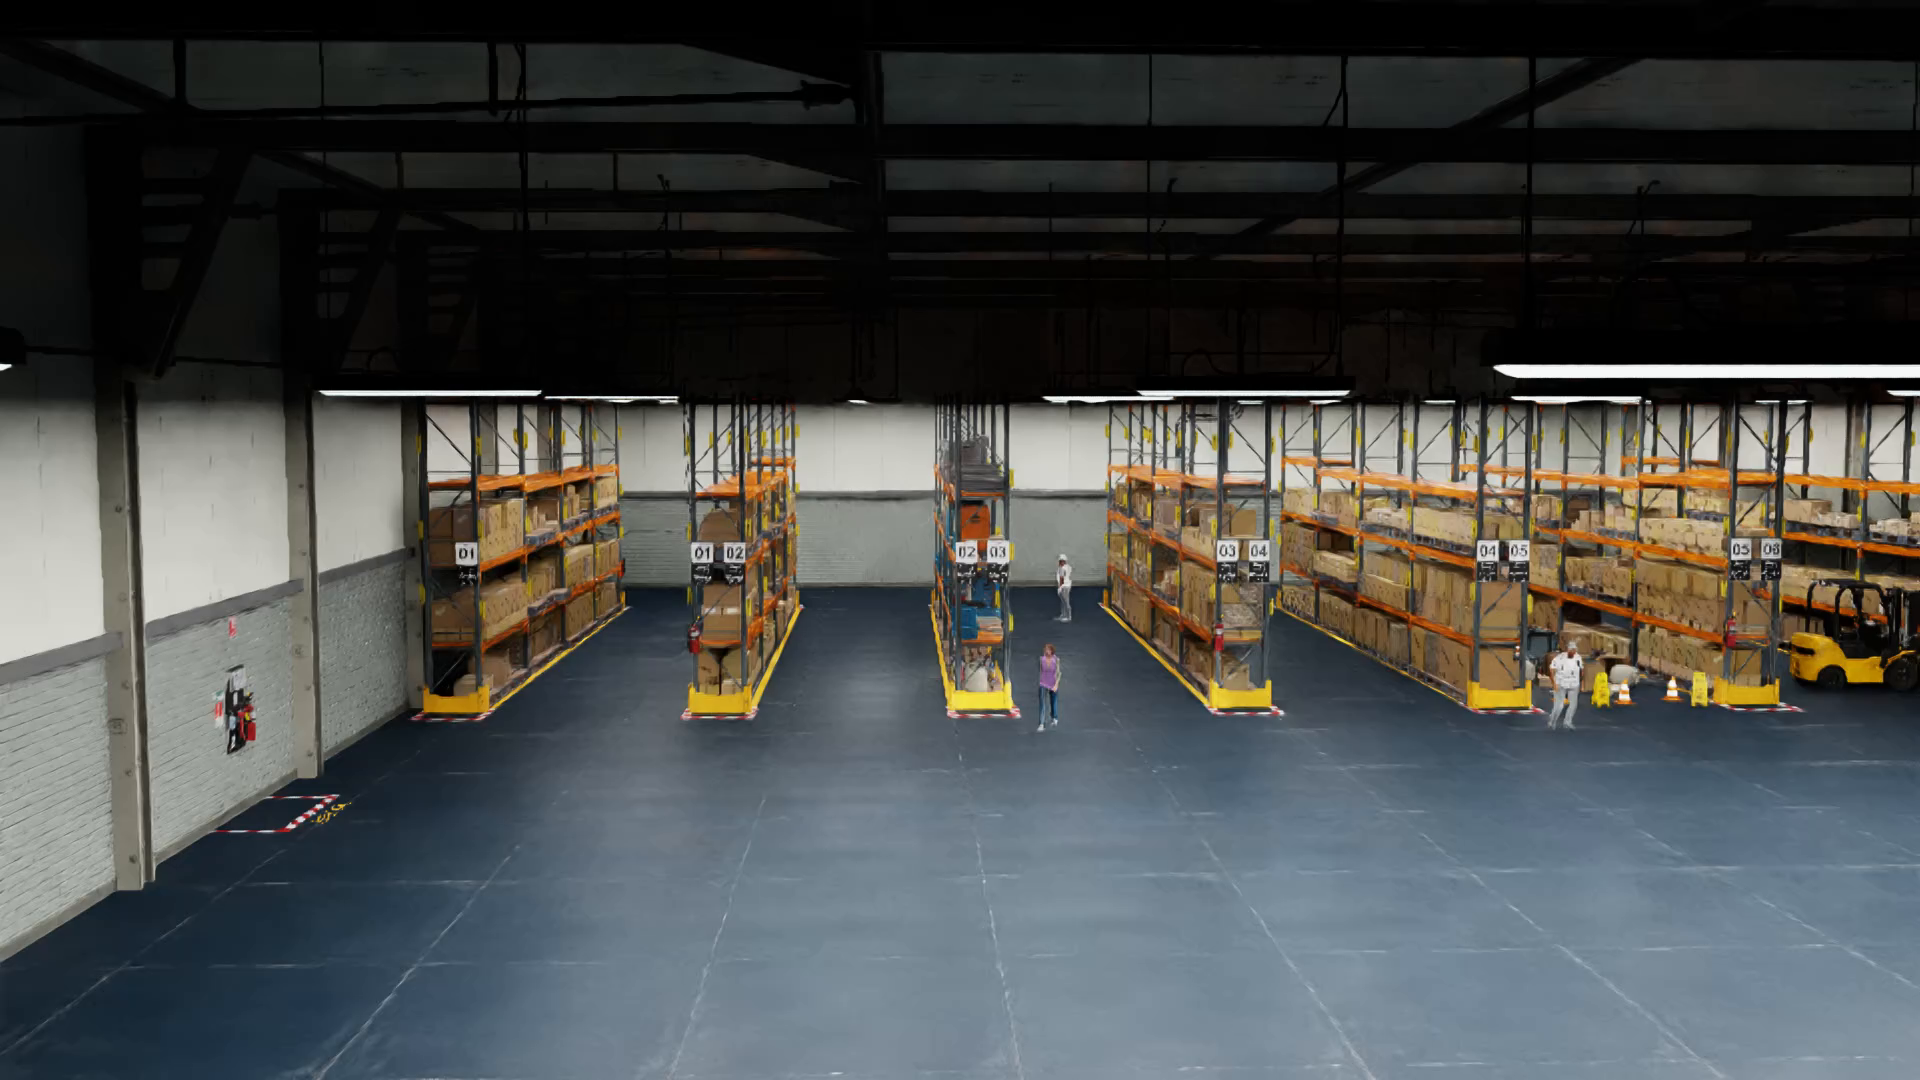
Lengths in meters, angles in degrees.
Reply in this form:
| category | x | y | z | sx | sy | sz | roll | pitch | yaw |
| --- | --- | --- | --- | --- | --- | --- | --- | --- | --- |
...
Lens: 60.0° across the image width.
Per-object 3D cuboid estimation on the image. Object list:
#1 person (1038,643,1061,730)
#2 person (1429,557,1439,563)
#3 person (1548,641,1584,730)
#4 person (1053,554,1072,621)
| category | x | y | z | sx | sy | sz | roll | pitch | yaw |
| --- | --- | --- | --- | --- | --- | --- | --- | --- | --- |
| person | 1.589 | 2.580 | 29.530 | 0.407 | 1.530 | 0.956 | 1 | 5 | 6 |
| person | 12.728 | 1.296 | 44.734 | 0.529 | 1.666 | 0.565 | 1 | 5 | 16 |
| person | 10.734 | 2.572 | 29.411 | 0.626 | 1.610 | 0.578 | 0 | 5 | -4 |
| person | 2.742 | 1.263 | 44.390 | 0.557 | 1.780 | 0.639 | 1 | 5 | 16 |
